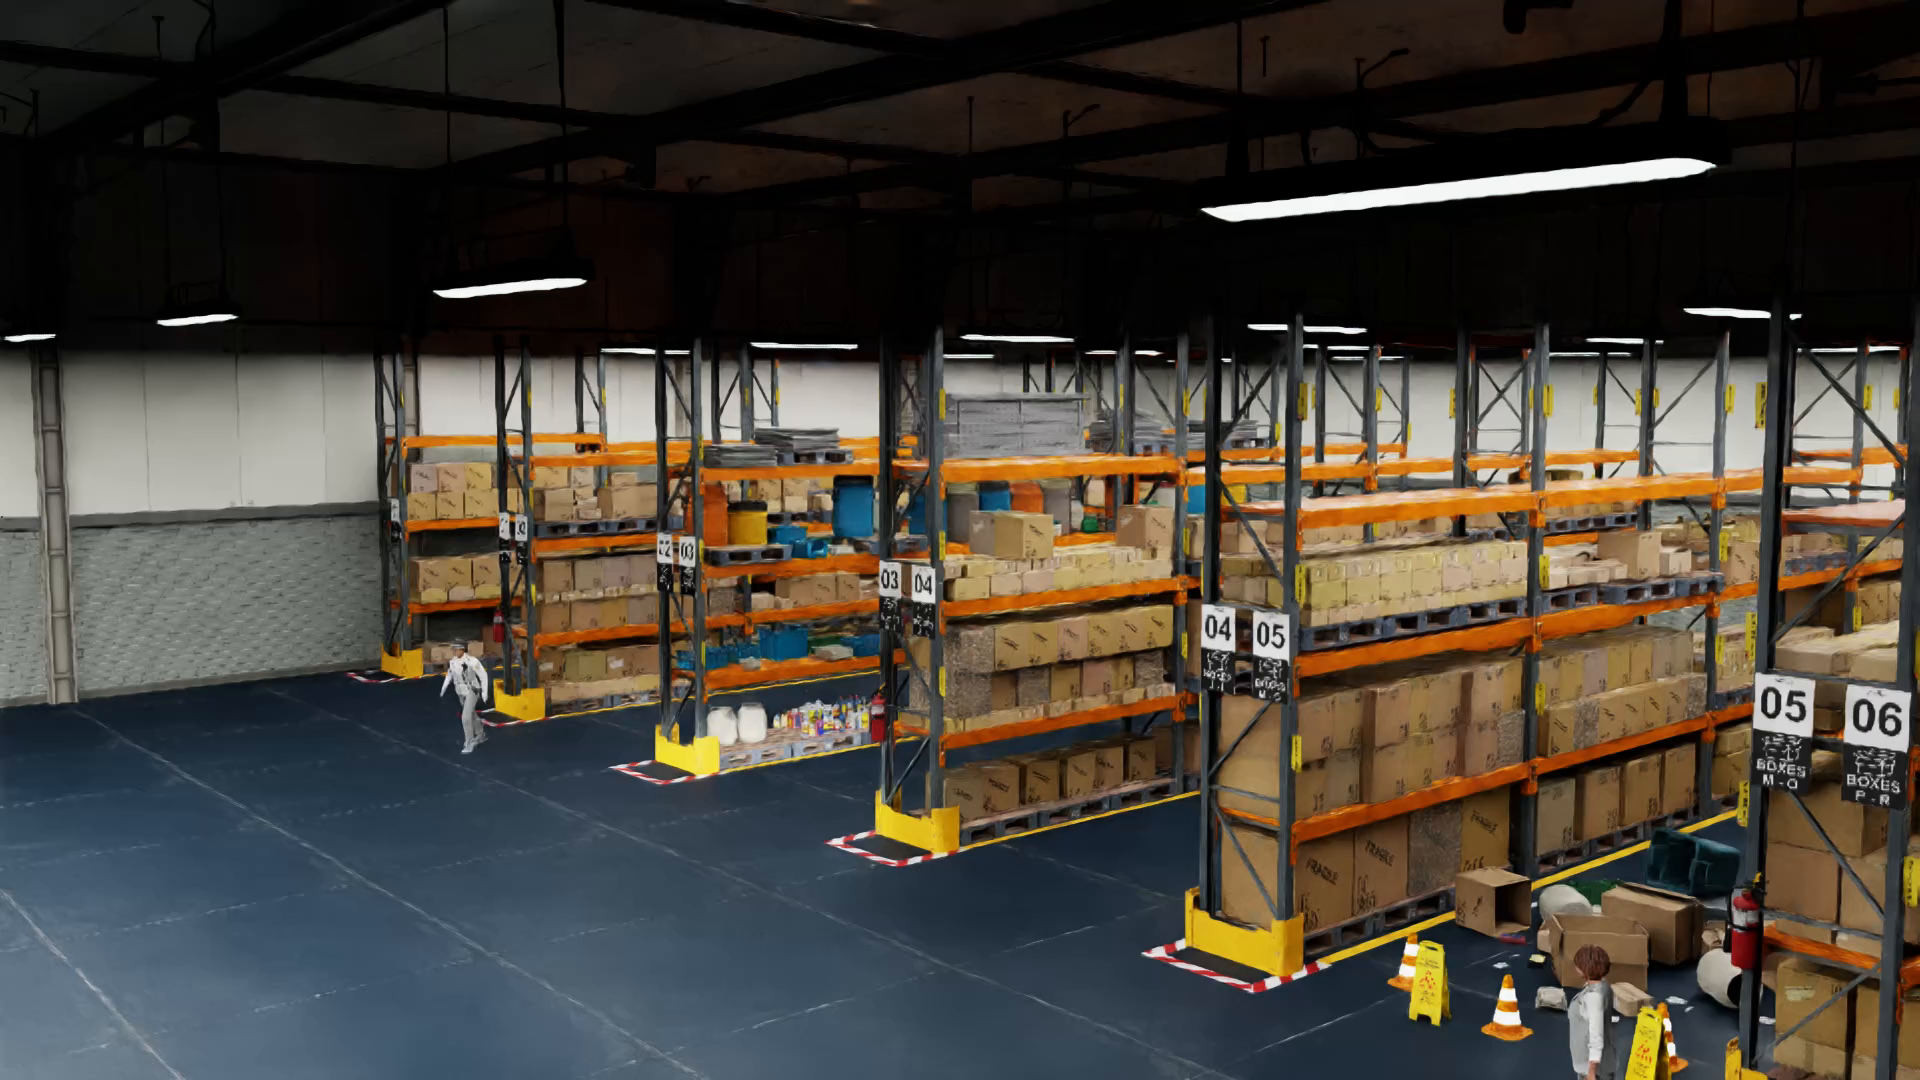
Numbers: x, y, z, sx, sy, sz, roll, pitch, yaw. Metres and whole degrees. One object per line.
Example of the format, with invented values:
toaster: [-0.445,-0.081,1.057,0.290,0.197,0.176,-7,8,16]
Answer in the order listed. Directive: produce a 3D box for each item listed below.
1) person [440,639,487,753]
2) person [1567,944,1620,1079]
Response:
person: [-7.027,2.189,23.806,0.638,1.603,0.813,3,6,32]
person: [4.161,3.409,10.709,0.491,1.589,0.516,2,6,23]
